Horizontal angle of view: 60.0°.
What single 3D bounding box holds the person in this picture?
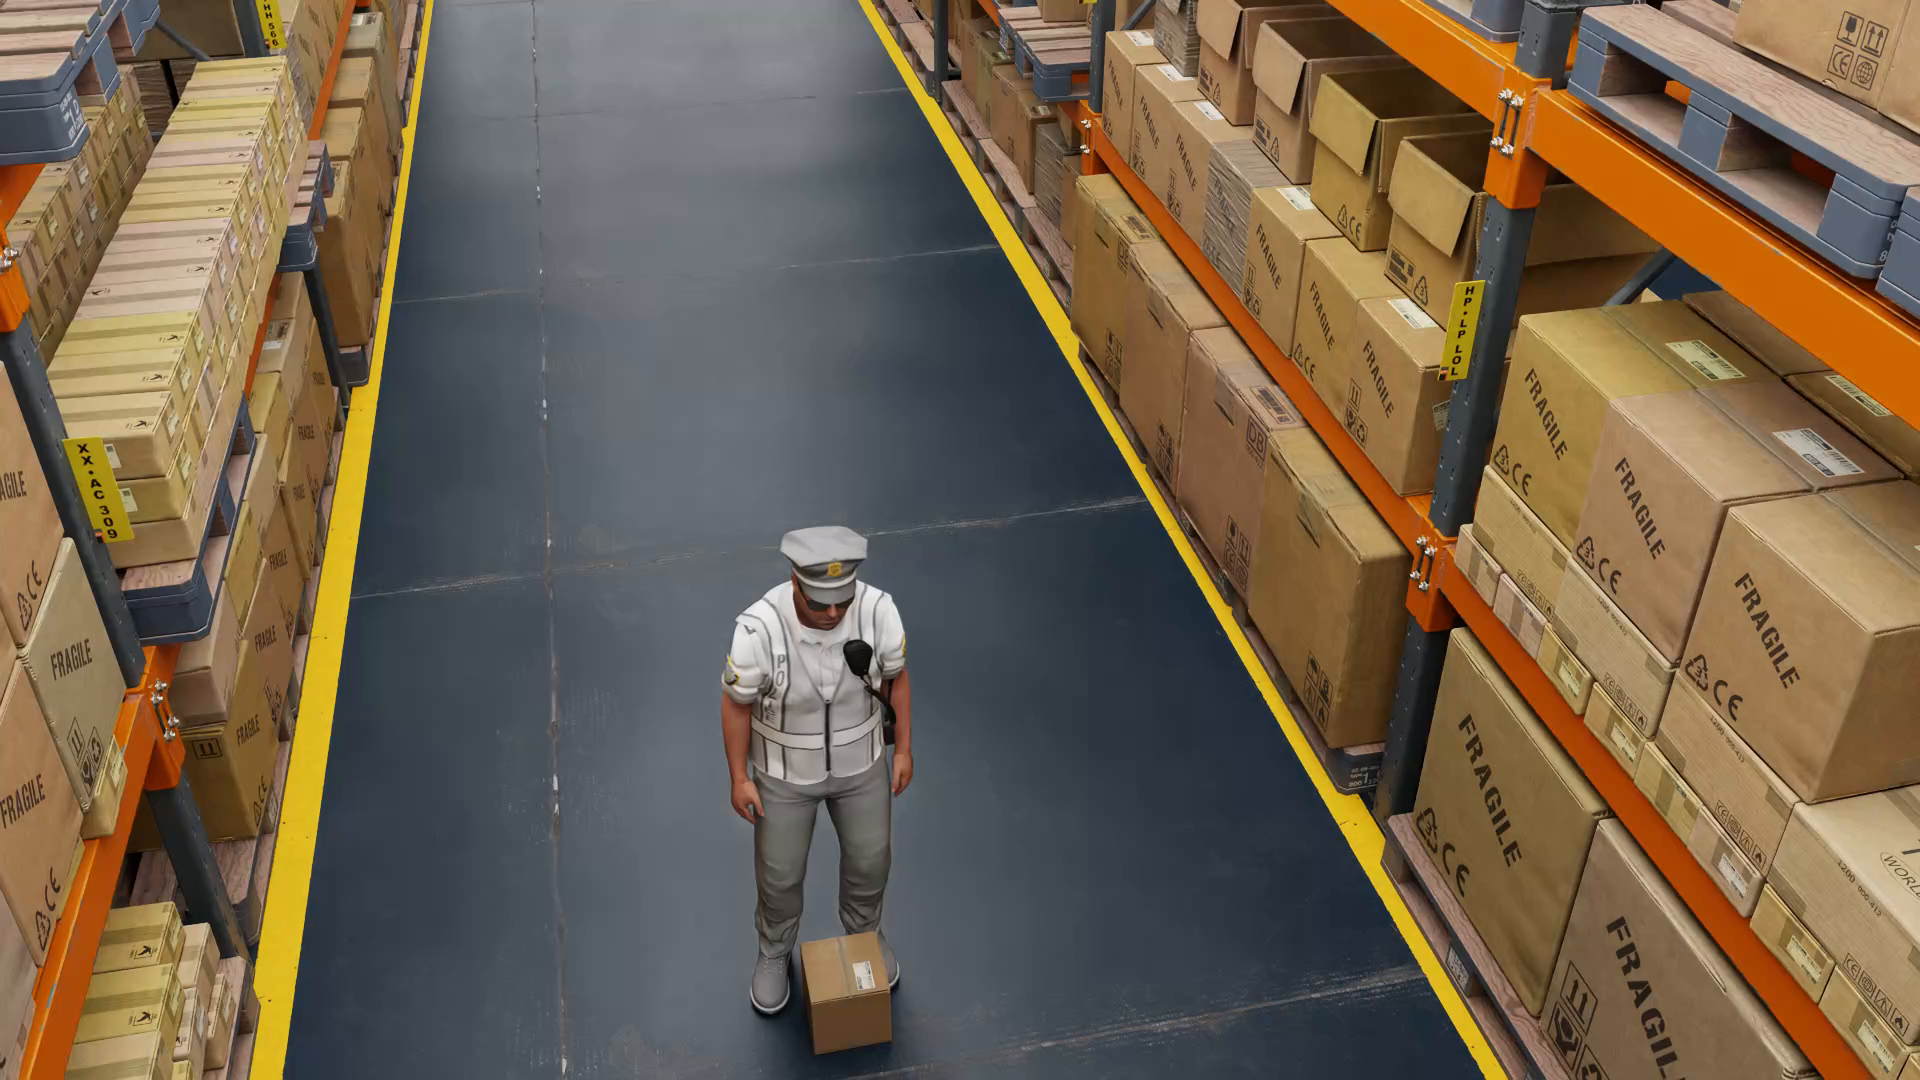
[{"bbox_3d":[-0.433,0.678,5.137,0.596,1.747,0.437,-9,35,-13],"label":"person"}]
